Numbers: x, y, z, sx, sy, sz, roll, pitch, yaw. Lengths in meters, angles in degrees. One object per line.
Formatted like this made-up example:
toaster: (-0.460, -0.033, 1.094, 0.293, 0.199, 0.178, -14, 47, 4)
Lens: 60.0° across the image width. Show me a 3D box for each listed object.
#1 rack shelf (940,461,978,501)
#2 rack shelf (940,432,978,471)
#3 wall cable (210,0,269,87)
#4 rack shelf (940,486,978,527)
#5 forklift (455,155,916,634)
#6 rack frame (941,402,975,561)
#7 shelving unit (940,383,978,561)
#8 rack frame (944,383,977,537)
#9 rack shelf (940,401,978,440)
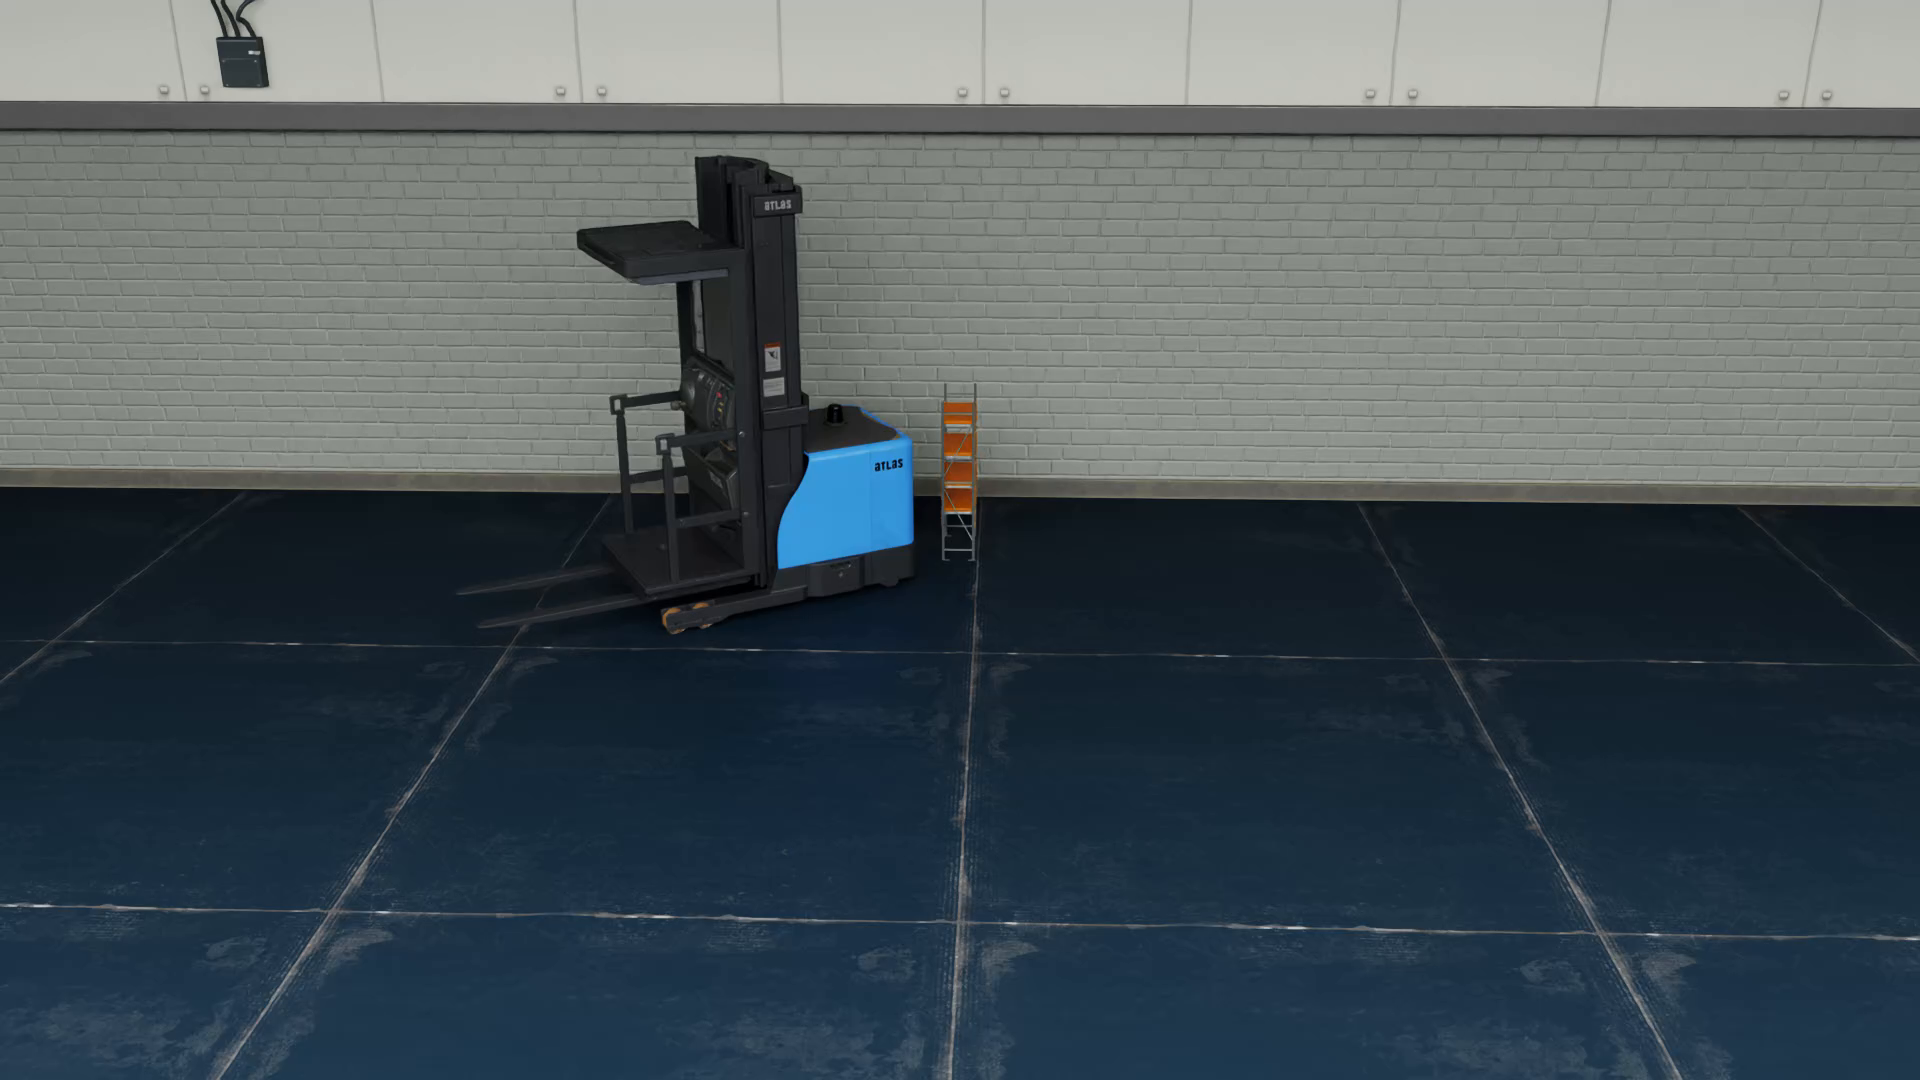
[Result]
rack shelf: (-0.005, -0.437, 12.182, 0.258, 0.148, 0.480, 1, 21, 2)
rack shelf: (-0.005, -0.645, 12.101, 0.258, 0.148, 0.480, 1, 21, 2)
wall cable: (-4.324, -6.165, 11.276, 2.305, 6.003, 0.169, 1, 21, 2)
rack shelf: (-0.005, -0.252, 12.254, 0.258, 0.148, 0.480, 1, 21, 2)
forklift: (-1.855, -0.967, 10.970, 3.031, 2.935, 1.130, -11, 24, -26)
rack frame: (-0.012, -0.411, 11.930, 0.240, 1.200, 0.015, 1, 21, 2)
shelving unit: (-0.005, -0.500, 12.158, 0.258, 1.200, 0.503, 1, 21, 2)
rack frame: (0.002, -0.588, 12.385, 0.240, 1.200, 0.015, 1, 21, 2)
rack shelf: (-0.005, -0.866, 12.015, 0.258, 0.148, 0.480, 1, 21, 2)
